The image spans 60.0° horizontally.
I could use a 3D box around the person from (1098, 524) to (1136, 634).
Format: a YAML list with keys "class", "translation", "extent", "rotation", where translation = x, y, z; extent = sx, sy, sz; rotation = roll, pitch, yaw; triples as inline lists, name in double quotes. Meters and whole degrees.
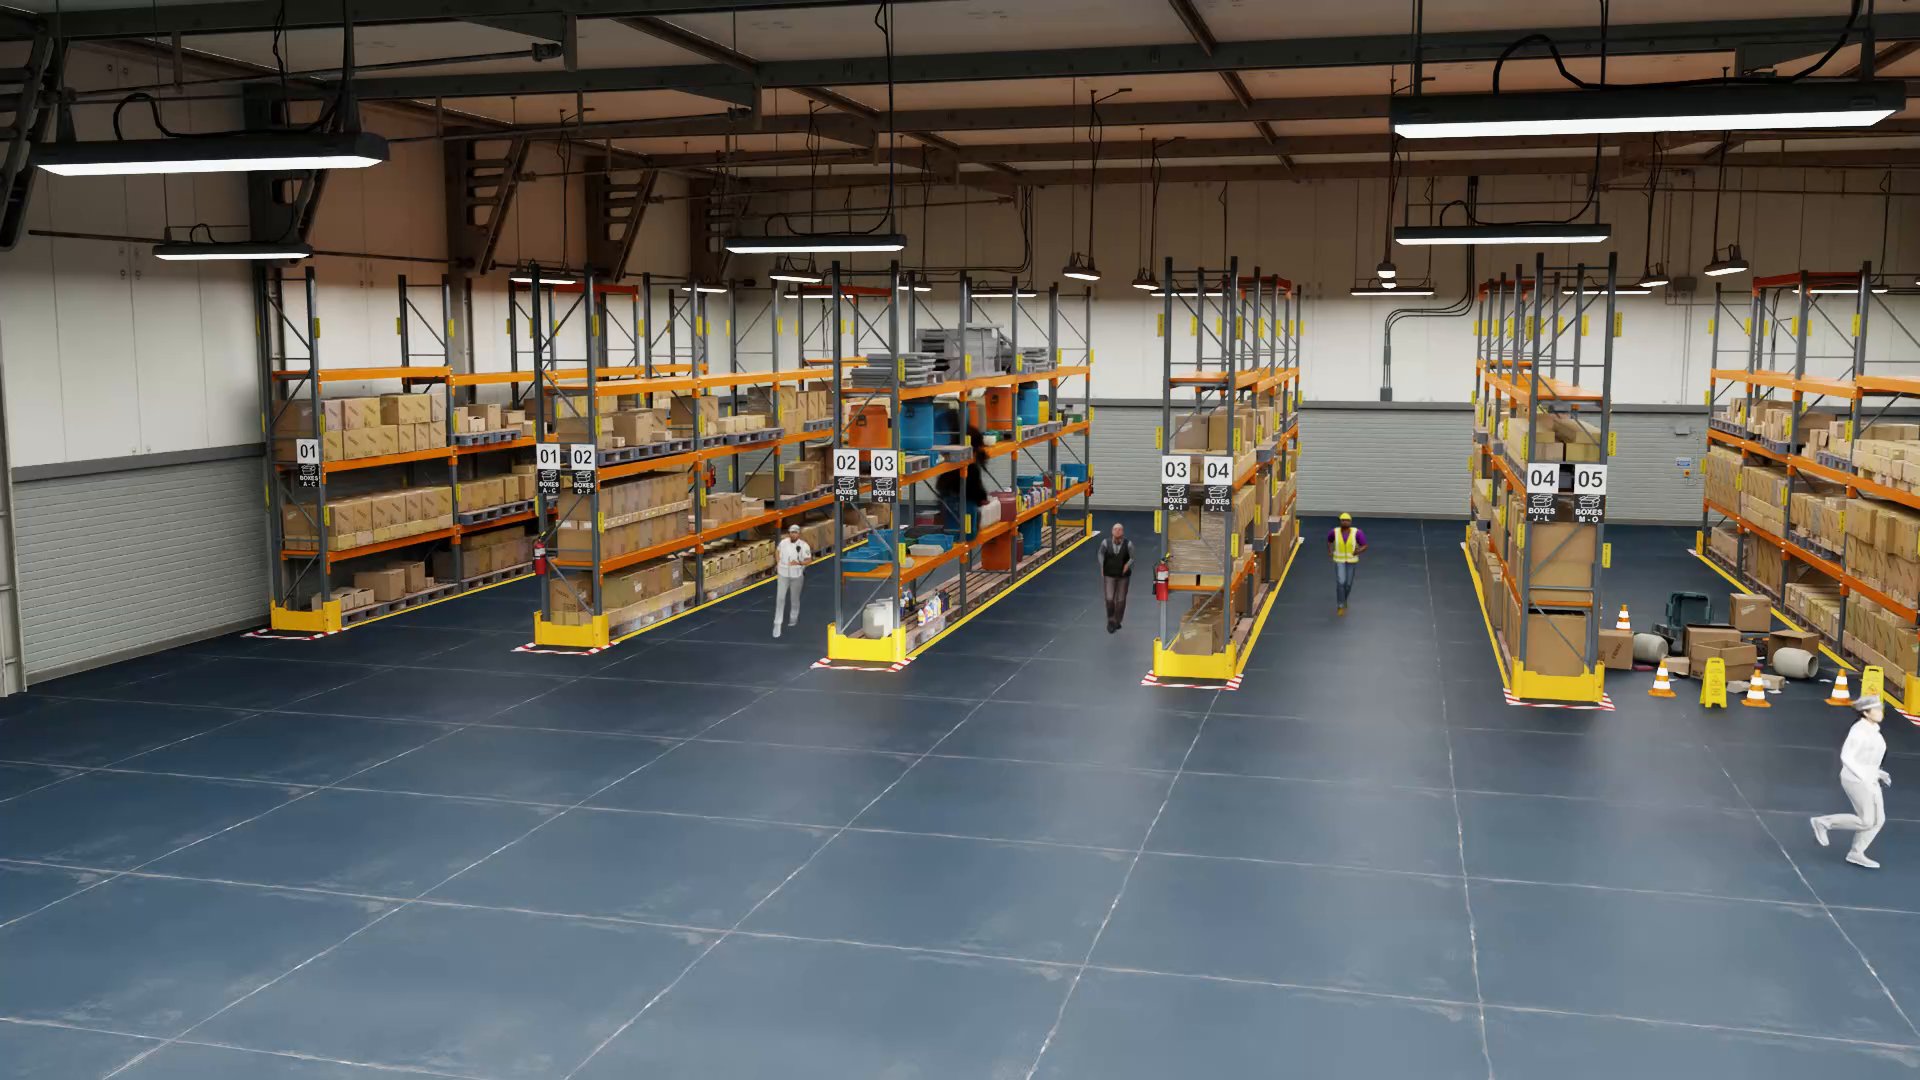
- class: "person"
  translation: [2.448, 0.604, 26.001]
  extent: [0.595, 1.739, 0.733]
  rotation: [1, 7, 4]

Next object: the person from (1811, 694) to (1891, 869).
- class: "person"
  translation: [8.372, 2.227, 15.606]
  extent: [0.603, 1.648, 0.593]
  rotation: [-7, 10, -44]

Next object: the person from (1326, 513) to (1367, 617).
- class: "person"
  translation: [6.810, 0.413, 29.325]
  extent: [0.689, 1.814, 0.830]
  rotation: [1, 7, 8]

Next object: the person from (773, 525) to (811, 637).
- class: "person"
  translation: [-2.627, 0.613, 26.172]
  extent: [0.601, 1.741, 0.731]
  rotation: [0, 7, 4]
